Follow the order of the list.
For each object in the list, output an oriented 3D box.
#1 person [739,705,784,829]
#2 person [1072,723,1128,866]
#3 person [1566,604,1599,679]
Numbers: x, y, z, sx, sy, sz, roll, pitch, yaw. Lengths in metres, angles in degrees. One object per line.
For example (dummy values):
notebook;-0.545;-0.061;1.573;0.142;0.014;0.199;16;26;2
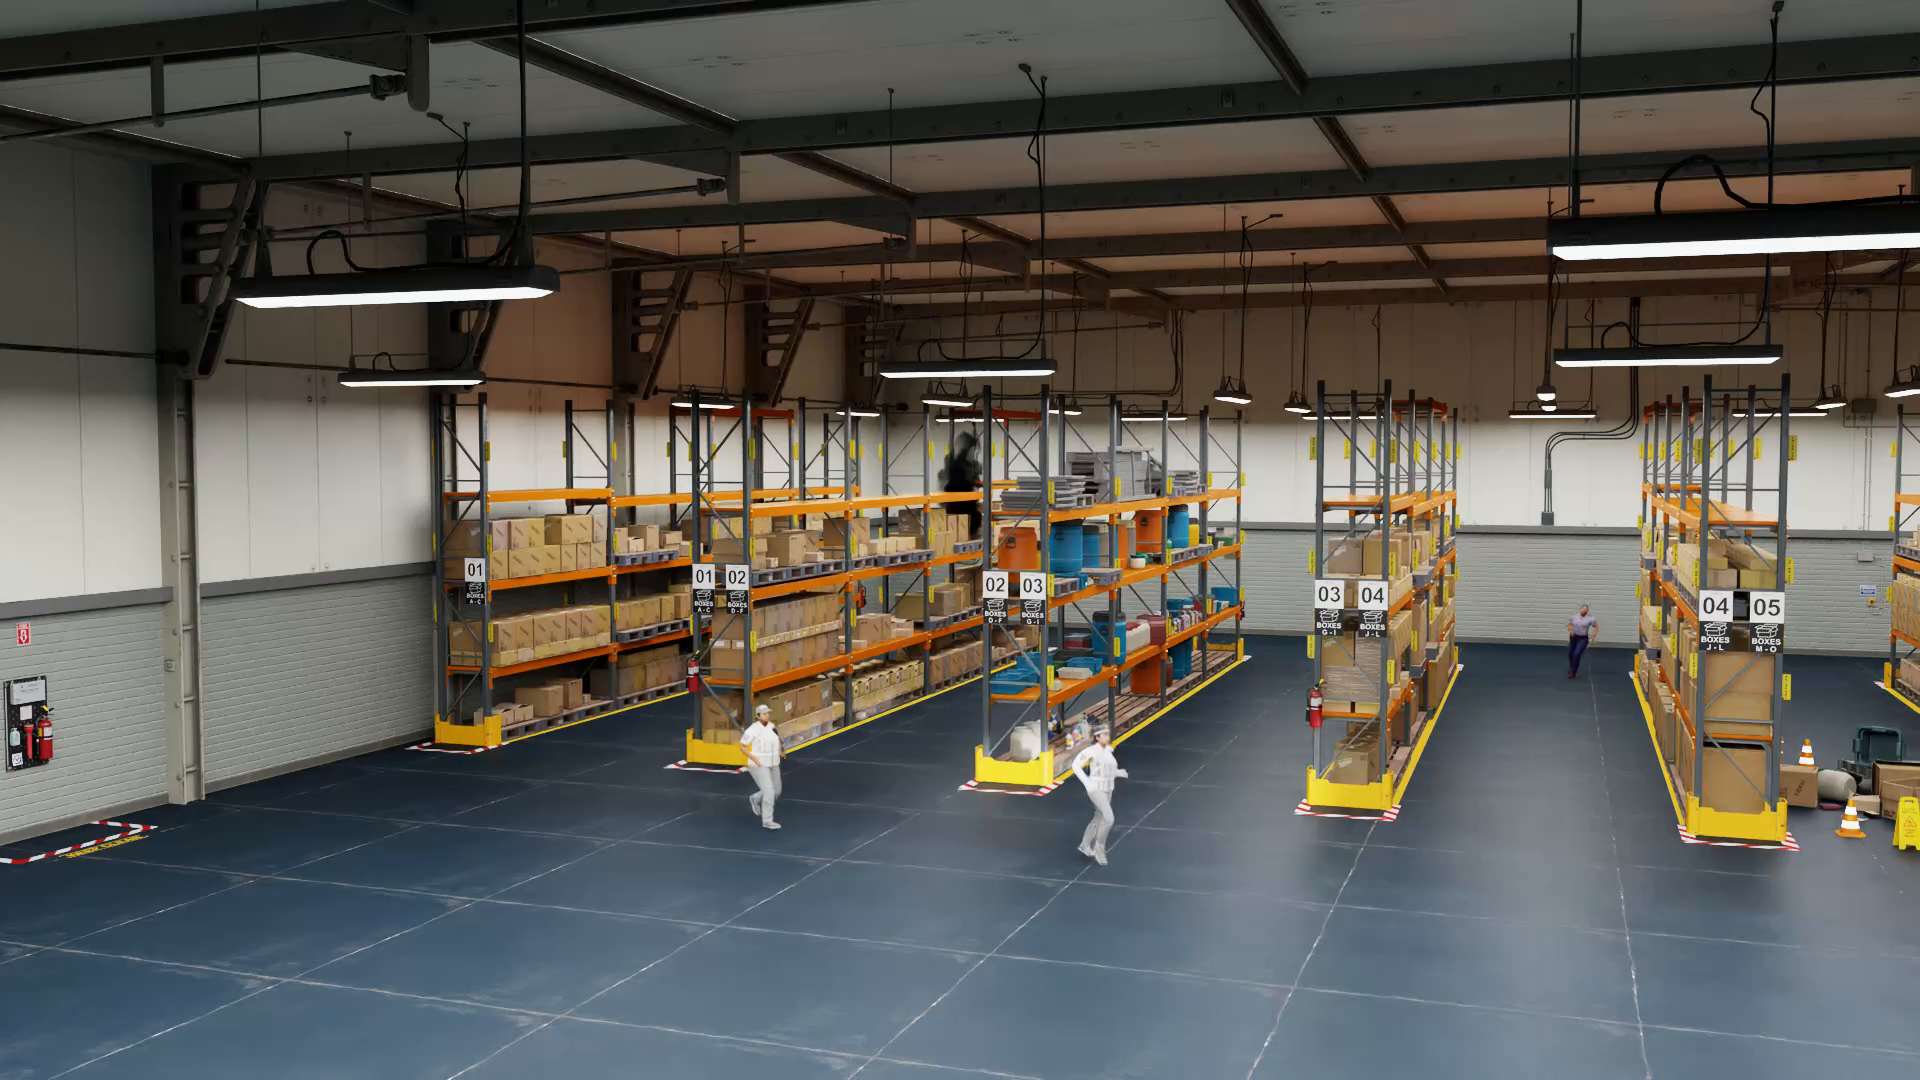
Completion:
person;-2.632;3.007;22.193;0.698;1.624;0.615;3;4;42
person;1.718;3.088;20.247;0.715;1.732;0.588;3;4;43
person;13.761;2.231;36.837;0.696;1.628;0.828;2;4;35
